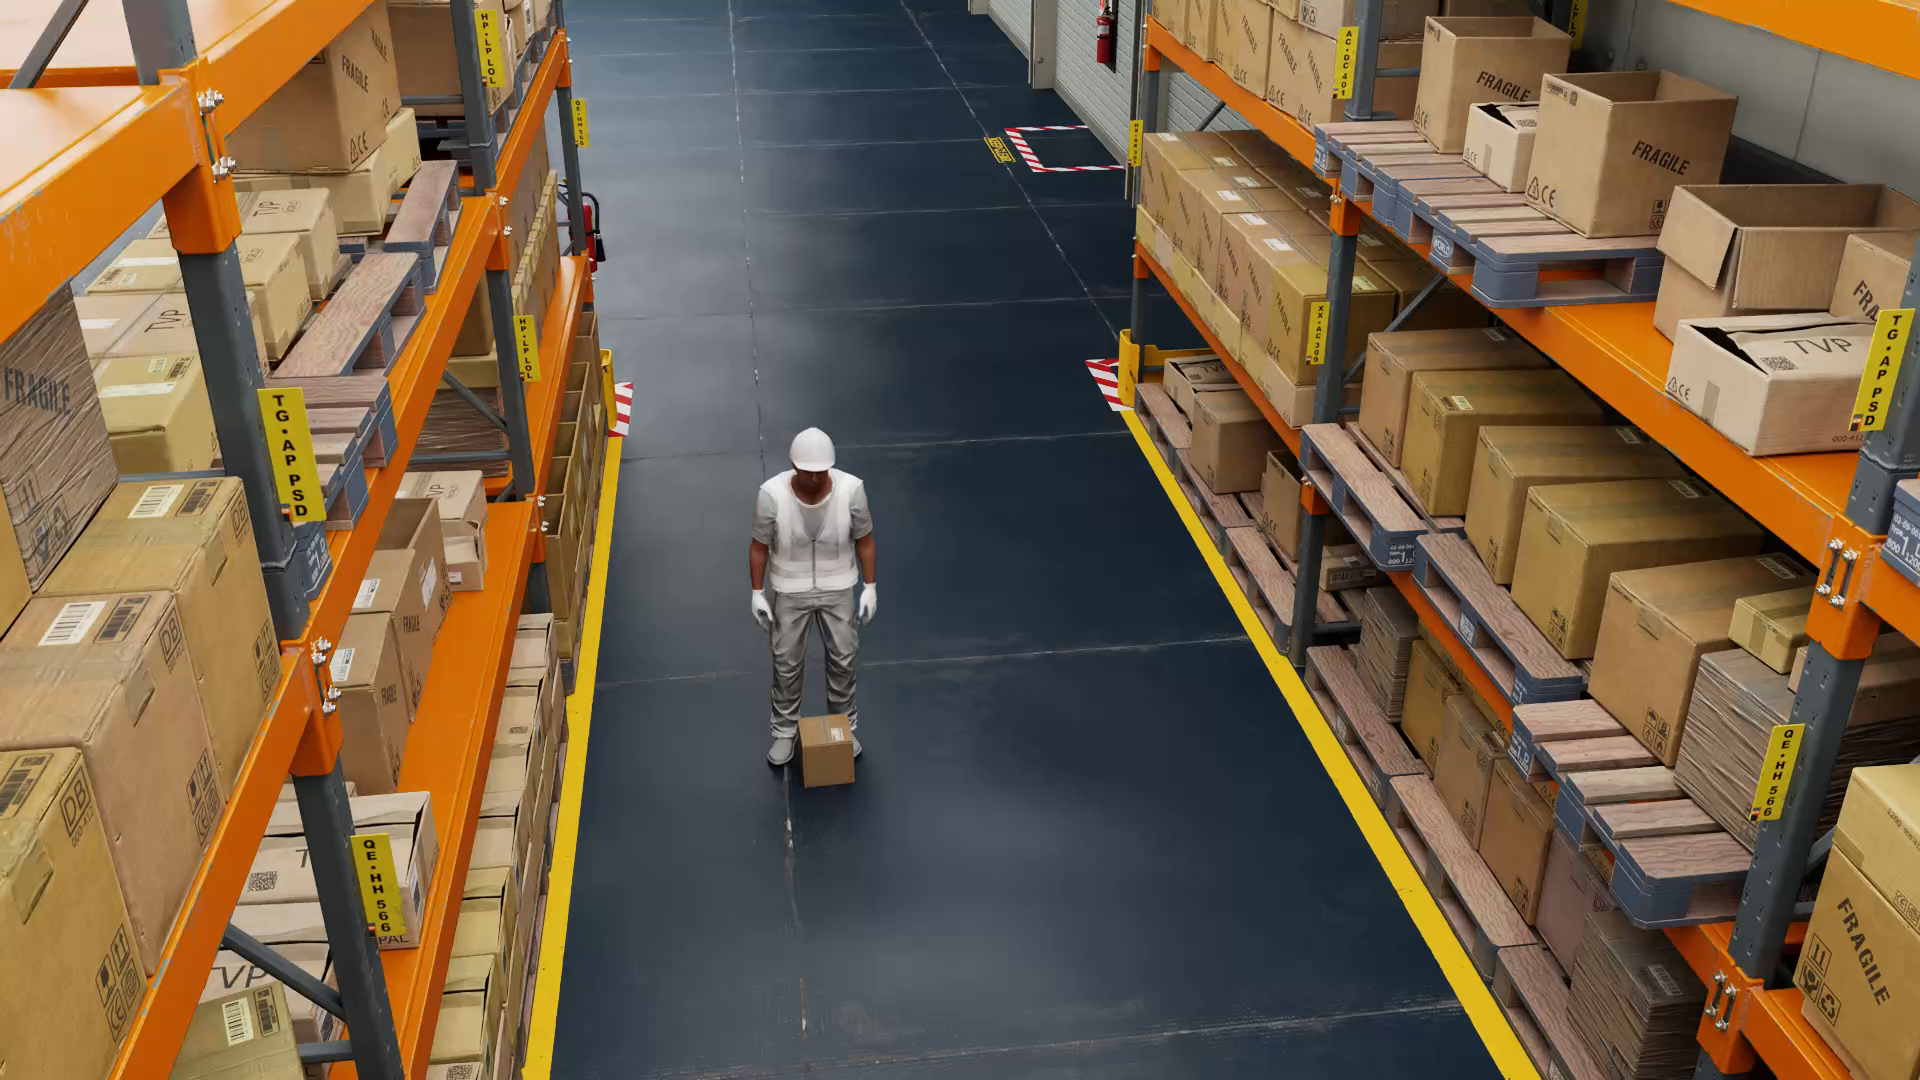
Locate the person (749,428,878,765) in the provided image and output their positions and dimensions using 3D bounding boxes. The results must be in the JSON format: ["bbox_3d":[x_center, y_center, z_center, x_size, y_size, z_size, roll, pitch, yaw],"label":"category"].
[{"bbox_3d":[-0.711,0.261,8.089,0.617,1.775,0.446,-3,27,-7],"label":"person"}]
